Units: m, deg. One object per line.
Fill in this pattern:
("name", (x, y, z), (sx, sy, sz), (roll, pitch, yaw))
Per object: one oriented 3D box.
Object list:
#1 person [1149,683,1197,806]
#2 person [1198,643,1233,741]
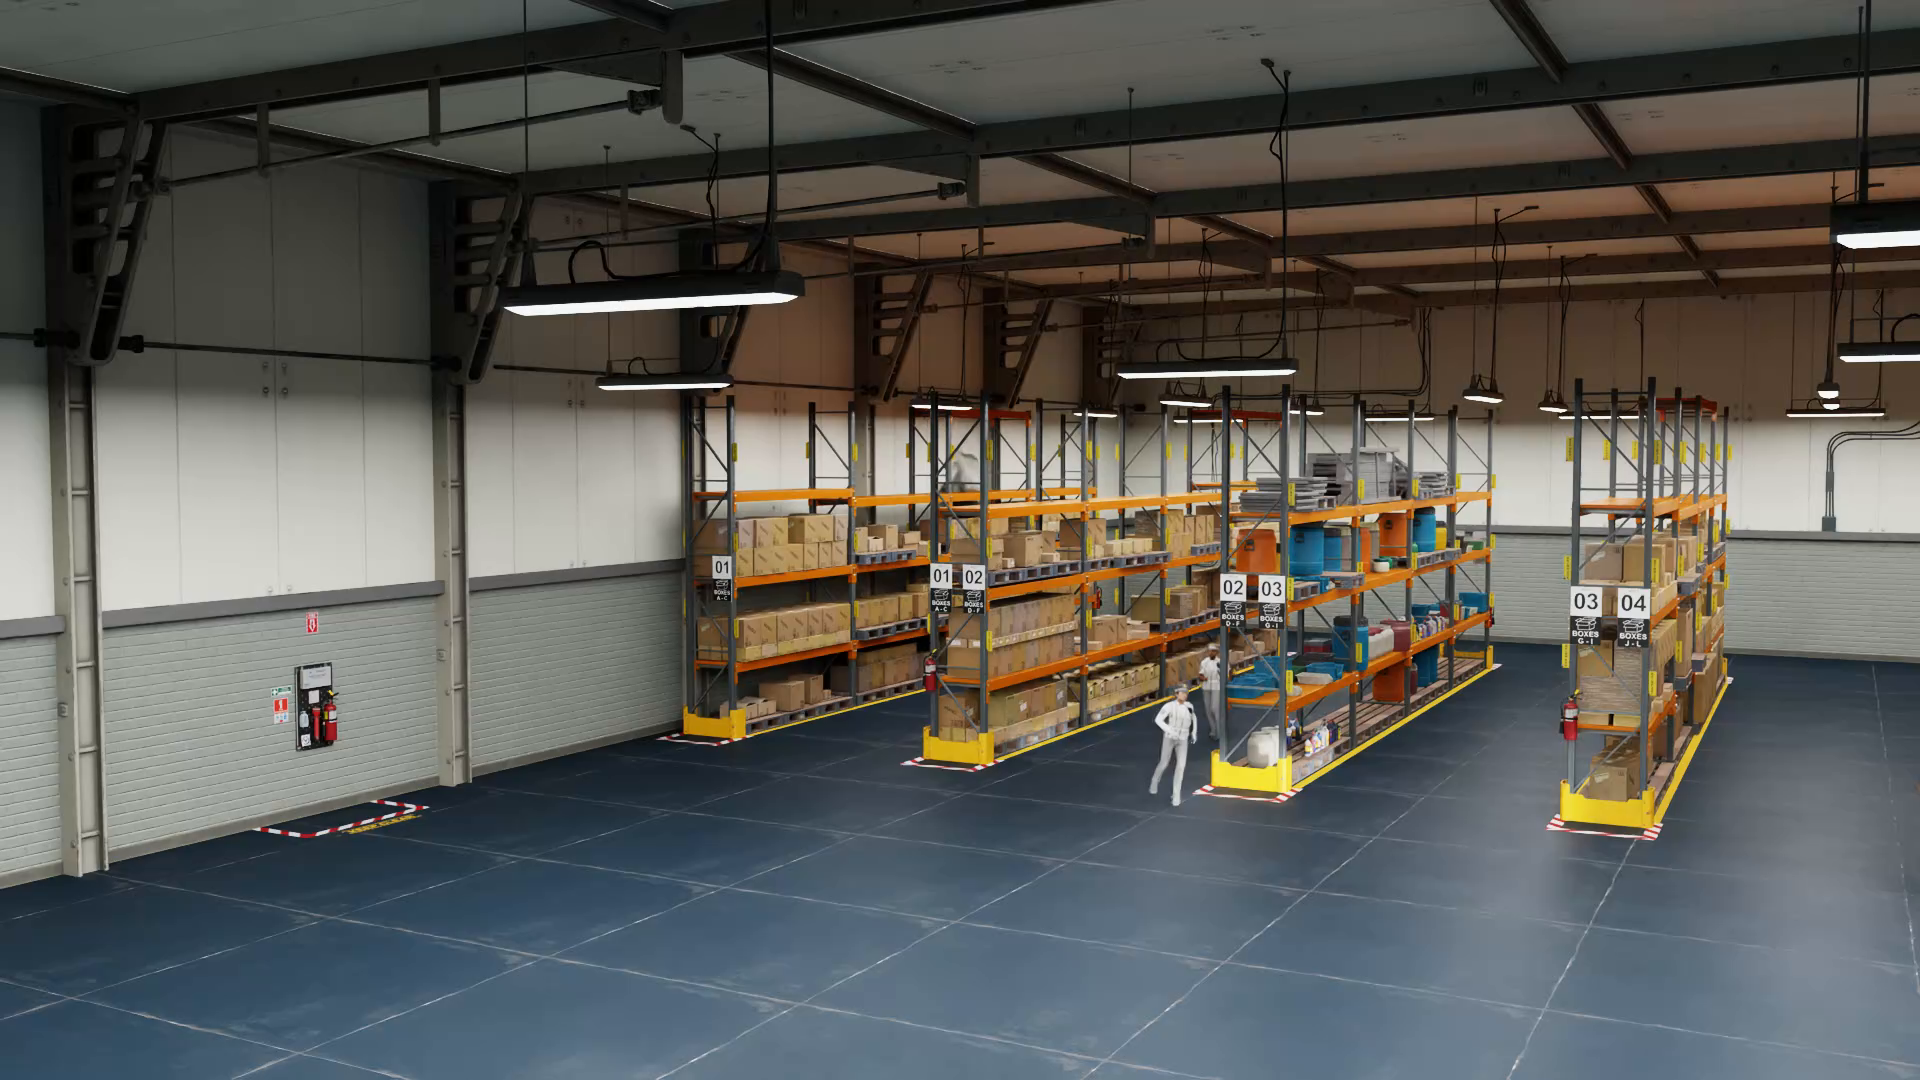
("person", (3.133, 2.900, 23.950), (0.680, 1.686, 0.886), (0, 3, -8))
("person", (4.417, 2.634, 28.968), (0.544, 1.706, 0.688), (2, 3, 27))
